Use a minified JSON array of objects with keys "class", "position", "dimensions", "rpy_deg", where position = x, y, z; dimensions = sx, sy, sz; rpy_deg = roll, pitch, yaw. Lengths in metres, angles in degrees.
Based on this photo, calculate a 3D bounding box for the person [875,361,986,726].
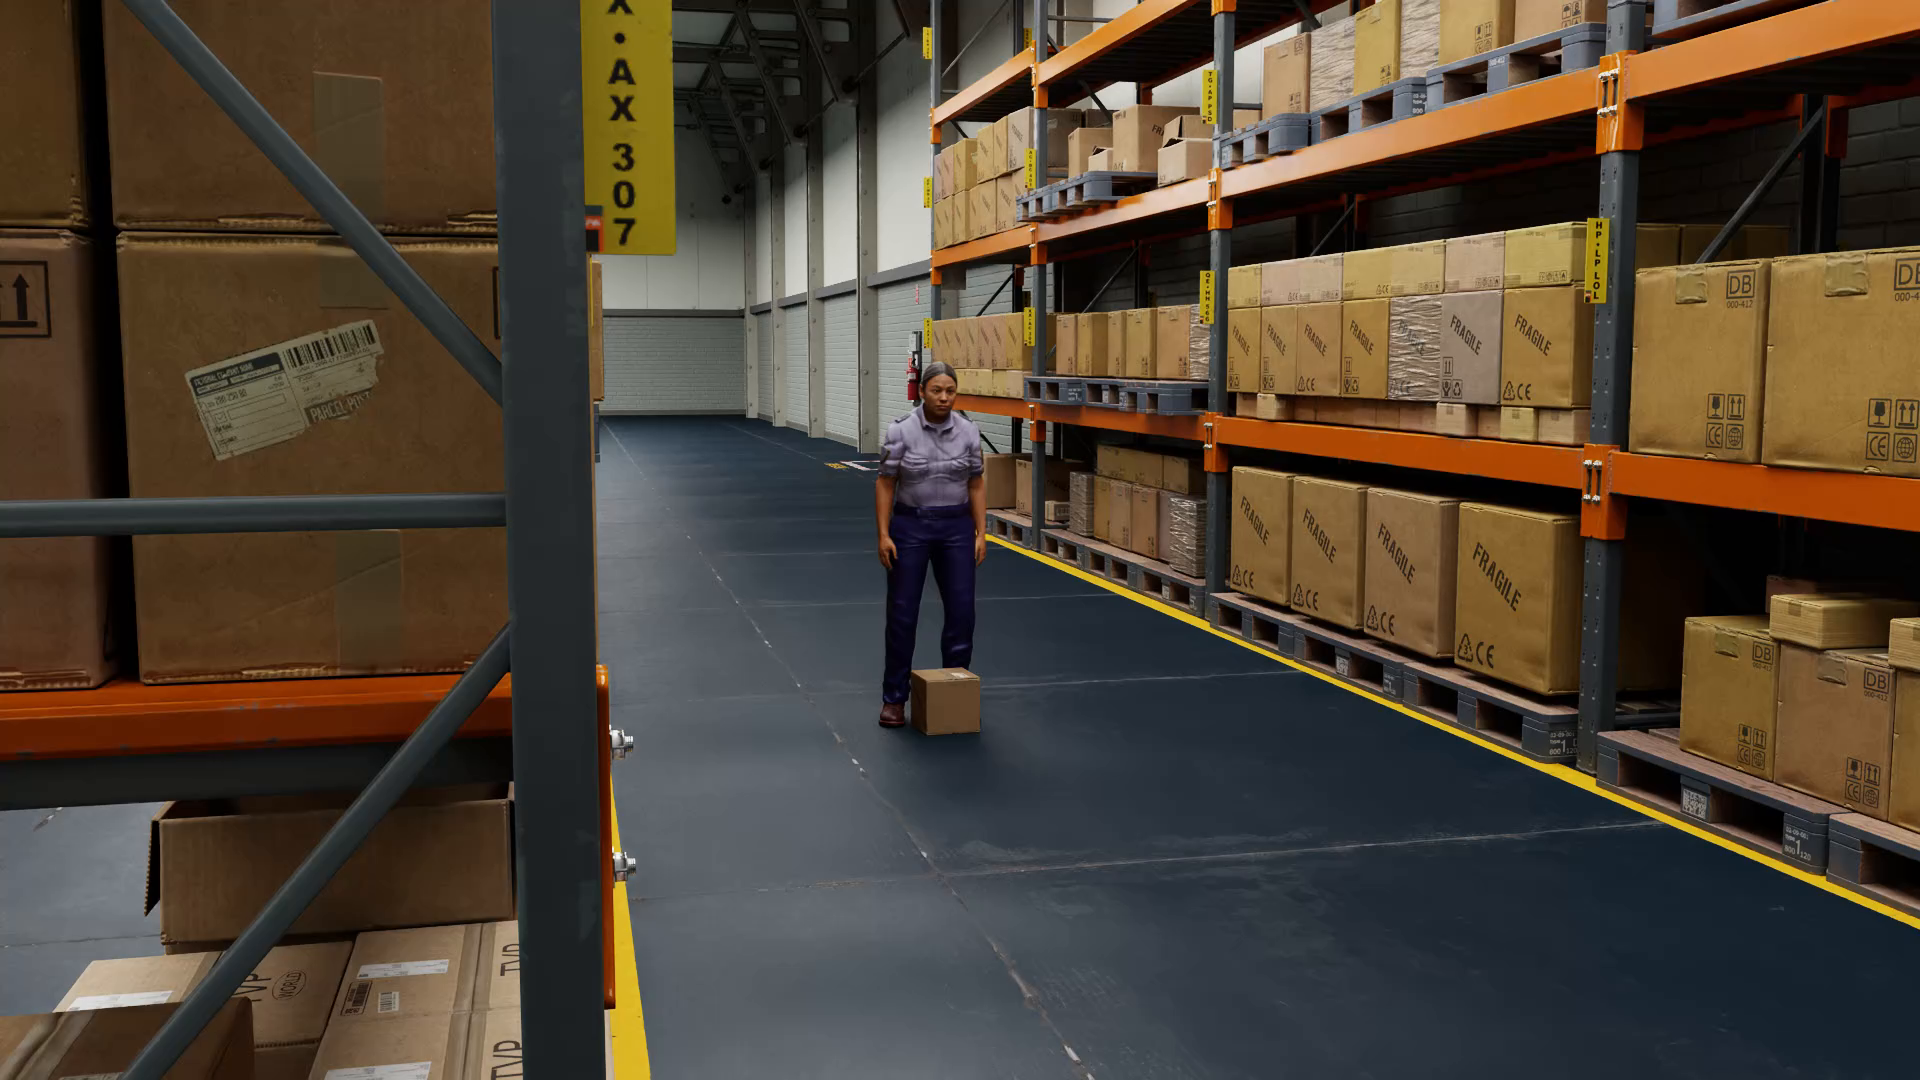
[{"class":"person","position":[-0.128,0.009,7.640],"dimensions":[0.537,1.651,0.418],"rpy_deg":[-2,6,-14]}]
